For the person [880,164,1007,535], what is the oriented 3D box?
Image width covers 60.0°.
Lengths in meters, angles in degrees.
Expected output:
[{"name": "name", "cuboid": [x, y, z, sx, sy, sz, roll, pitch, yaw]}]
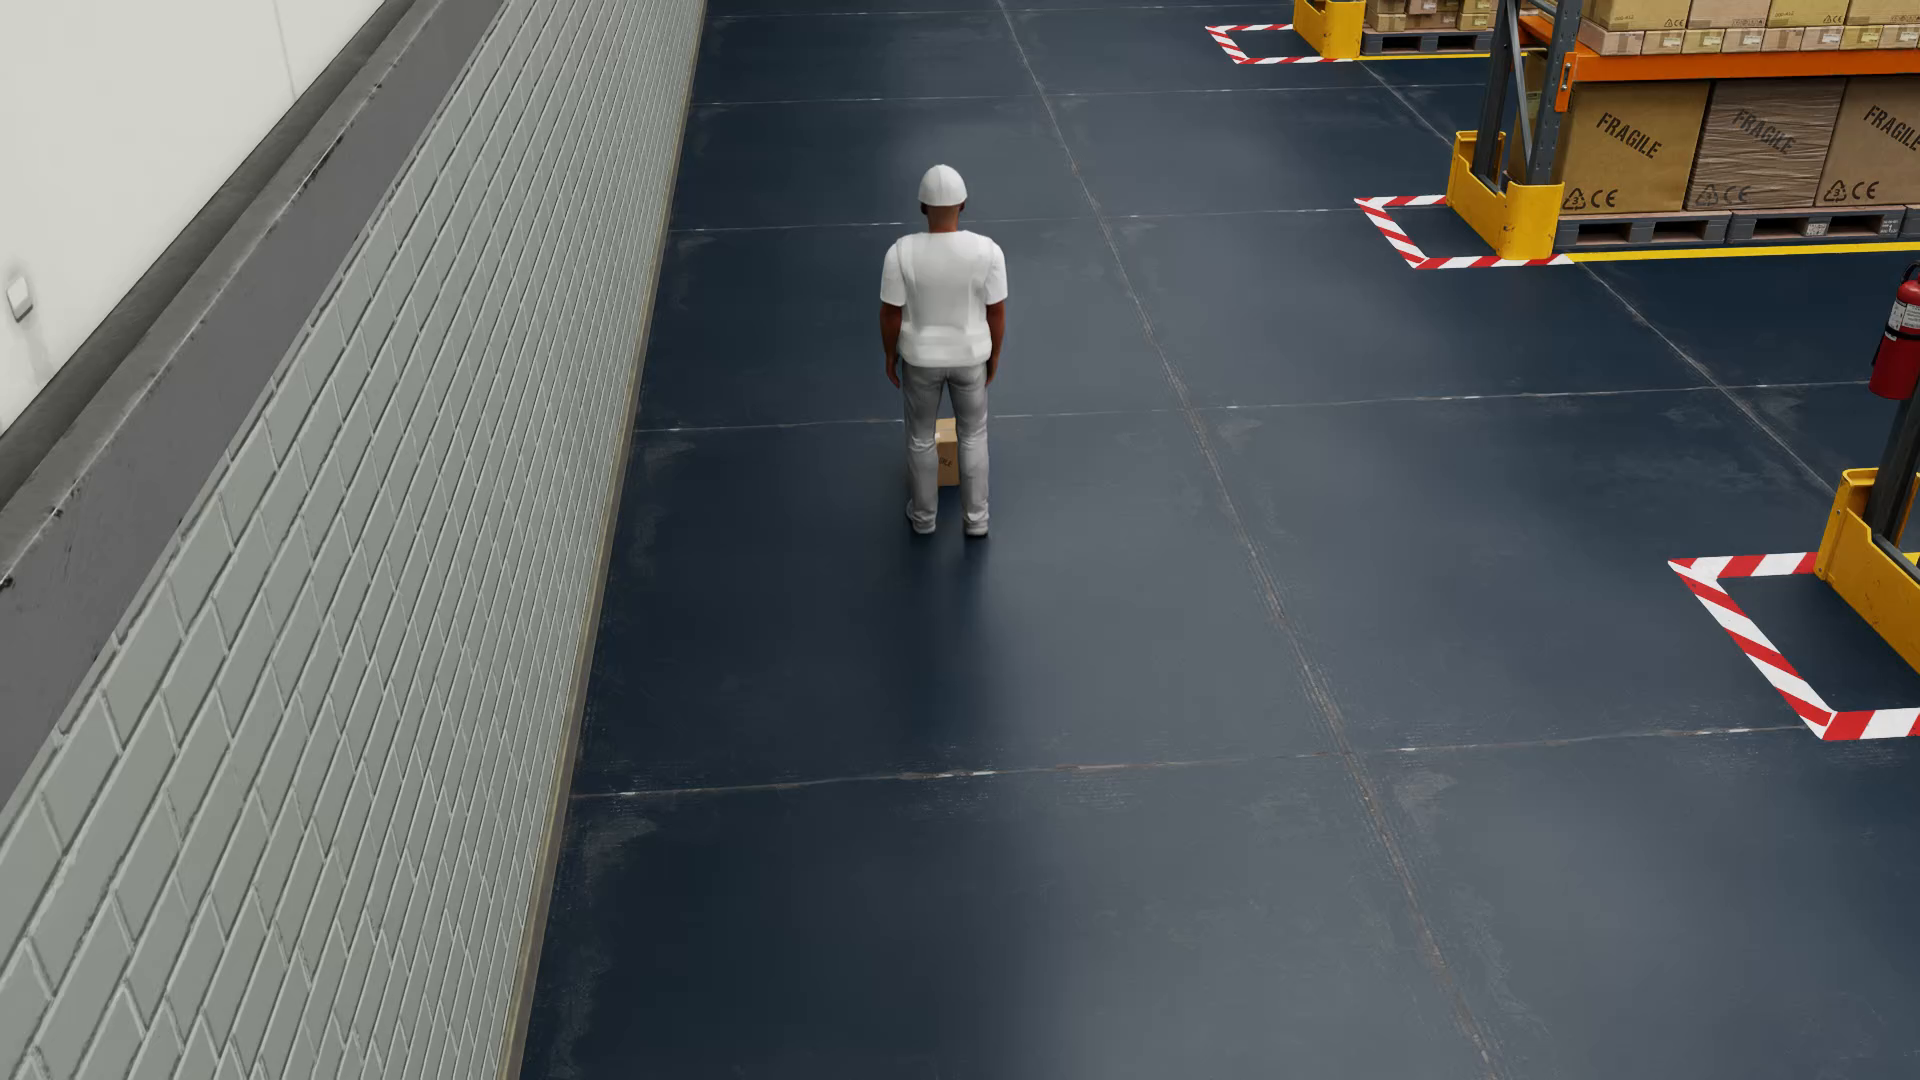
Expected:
[{"name": "person", "cuboid": [-0.077, -0.825, 7.526, 0.563, 1.792, 0.370, -2, 31, -3]}]
